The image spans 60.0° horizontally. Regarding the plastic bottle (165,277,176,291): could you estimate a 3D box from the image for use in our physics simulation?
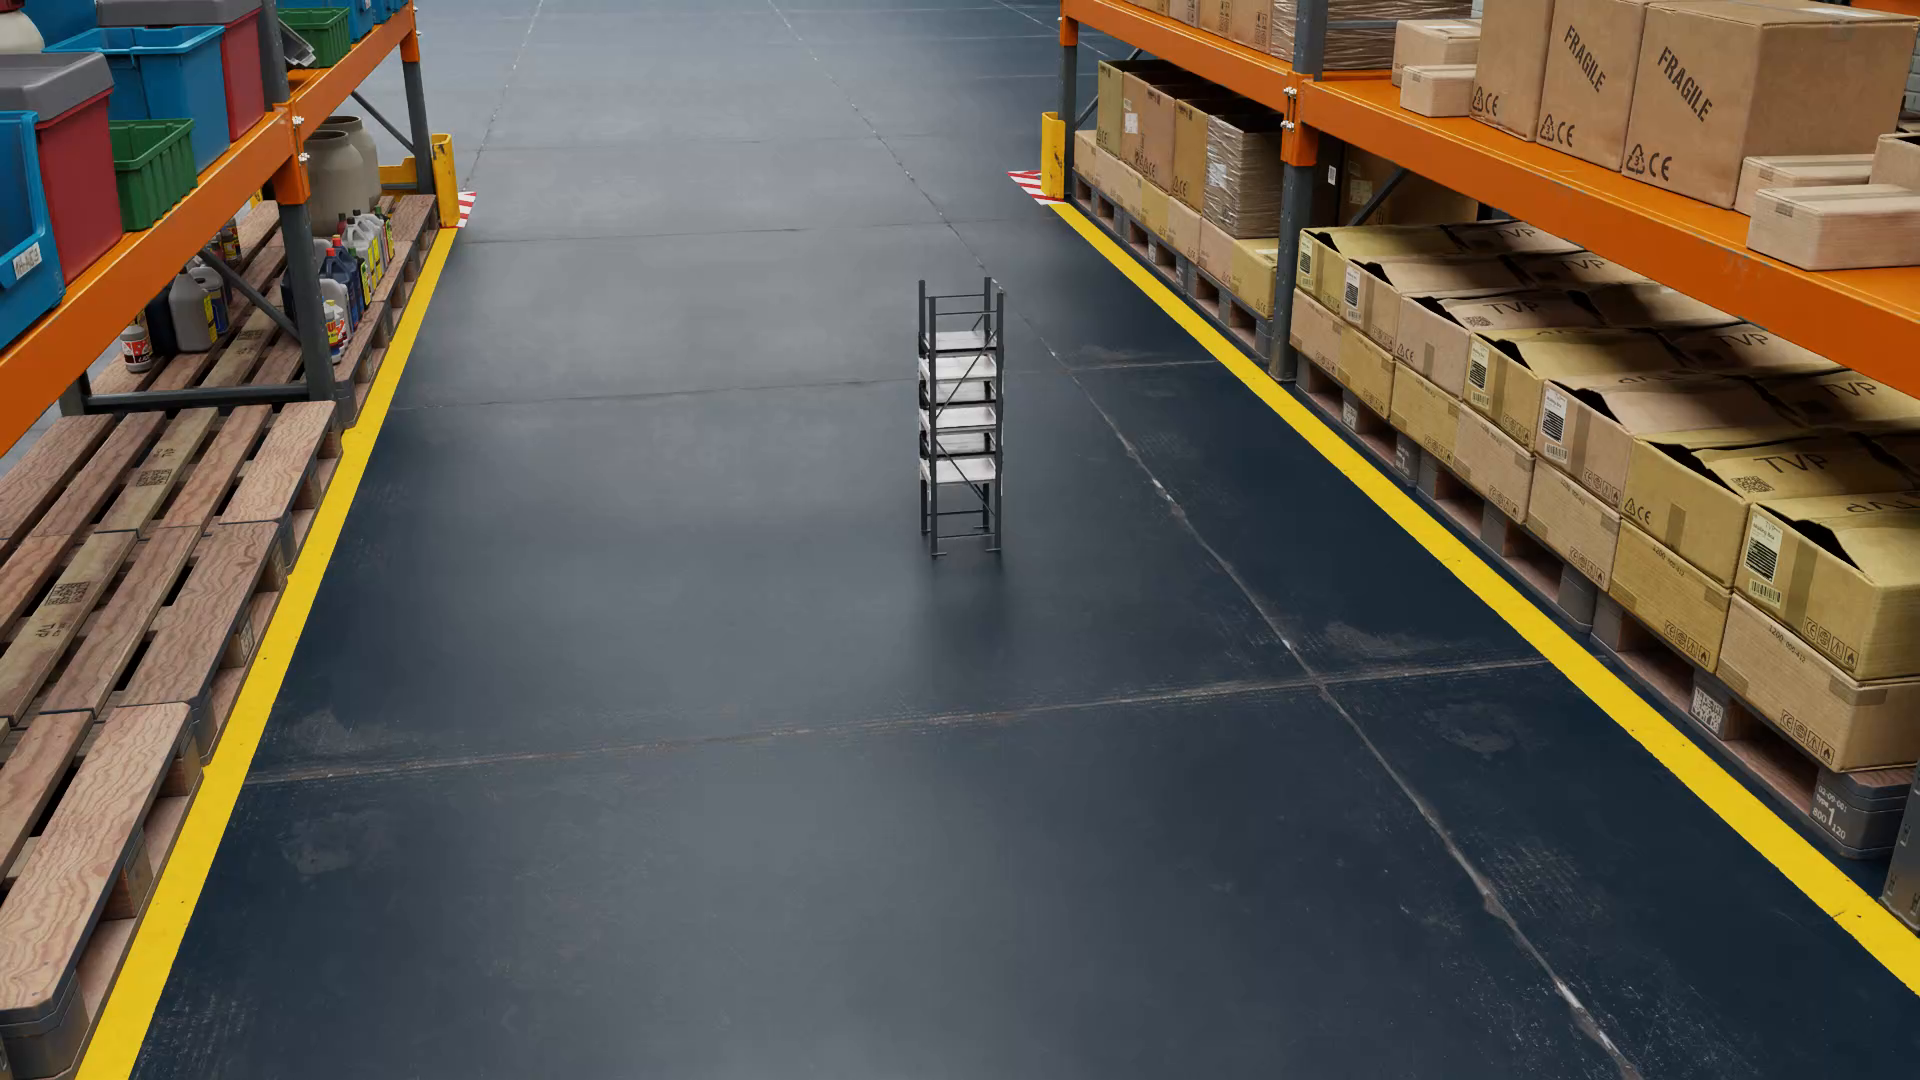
[{"bbox_3d":[-3.427,-1.053,7.174,0.144,0.351,0.185,-6,24,-12],"label":"plastic bottle"}]

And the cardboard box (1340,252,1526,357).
[{"bbox_3d":[1.798,-0.934,6.352,0.500,0.311,0.500,-5,24,-10],"label":"cardboard box"}]

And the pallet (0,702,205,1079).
[{"bbox_3d":[-2.355,0.785,3.688,1.003,0.211,1.213,-4,24,-10],"label":"pallet"}]

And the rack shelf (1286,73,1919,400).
[{"bbox_3d":[2.249,-1.007,5.207,1.077,0.370,4.000,-4,24,-10],"label":"rack shelf"}]

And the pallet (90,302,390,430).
[{"bbox_3d":[-3.073,-0.748,7.198,1.003,0.211,1.213,-4,24,-10],"label":"pallet"}]

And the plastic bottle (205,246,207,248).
[{"bbox_3d":[-3.581,-1.293,7.821,0.097,0.271,0.097,0,24,0],"label":"plastic bottle"}]

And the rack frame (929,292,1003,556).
[{"bbox_3d":[0.020,-0.369,5.471,0.240,0.900,0.006,-4,24,-10],"label":"rack frame"}]

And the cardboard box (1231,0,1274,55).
[{"bbox_3d":[1.687,-2.550,7.716,0.700,0.500,0.500,-5,24,-10],"label":"cardboard box"}]

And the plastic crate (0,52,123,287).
[{"bbox_3d":[-2.248,-0.872,3.920,0.402,0.464,0.583,-4,24,-10],"label":"plastic crate"}]

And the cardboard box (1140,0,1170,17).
[{"bbox_3d":[1.401,-3.156,9.103,0.700,0.500,0.500,-4,24,-9],"label":"cardboard box"}]

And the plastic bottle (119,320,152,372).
[{"bbox_3d":[-3.363,-0.797,6.774,0.097,0.201,0.097,0,24,0],"label":"plastic bottle"}]

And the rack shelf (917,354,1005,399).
[{"bbox_3d":[0.001,-0.544,5.504,0.258,0.077,0.200,-4,24,-10],"label":"rack shelf"}]

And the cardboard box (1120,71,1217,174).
[{"bbox_3d":[1.220,-2.353,9.364,0.500,0.500,0.500,-4,24,-10],"label":"cardboard box"}]

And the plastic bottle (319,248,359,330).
[{"bbox_3d":[-2.731,-1.094,7.267,0.144,0.351,0.185,-4,24,-8],"label":"plastic bottle"}]

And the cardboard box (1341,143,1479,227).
[{"bbox_3d":[2.101,-1.605,7.651,0.500,0.500,0.500,-4,24,-10],"label":"cardboard box"}]

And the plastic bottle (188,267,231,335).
[{"bbox_3d":[-3.286,-1.040,7.237,0.152,0.276,0.135,-4,24,-10],"label":"plastic bottle"}]

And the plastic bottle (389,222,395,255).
[{"bbox_3d":[-2.959,-1.561,8.523,0.097,0.201,0.097,0,24,0],"label":"plastic bottle"}]

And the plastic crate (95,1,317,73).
[{"bbox_3d":[-2.961,-1.945,6.533,0.767,0.338,0.504,-4,24,-10],"label":"plastic crate"}]

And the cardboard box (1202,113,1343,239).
[{"bbox_3d":[1.498,-1.763,8.013,0.500,0.500,0.500,-4,24,-10],"label":"cardboard box"}]

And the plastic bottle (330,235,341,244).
[{"bbox_3d":[-3.032,-1.389,8.128,0.097,0.201,0.097,0,24,0],"label":"plastic bottle"}]

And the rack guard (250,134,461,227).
[{"bbox_3d":[-3.669,-2.160,10.070,1.175,0.500,0.348,-4,24,-10],"label":"rack guard"}]

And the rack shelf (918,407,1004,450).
[{"bbox_3d":[0.001,-0.379,5.576,0.258,0.077,0.200,-4,24,-10],"label":"rack shelf"}]

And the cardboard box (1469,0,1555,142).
[{"bbox_3d":[2.103,-1.659,5.675,0.500,0.500,0.500,-3,24,-6],"label":"cardboard box"}]

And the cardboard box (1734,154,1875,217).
[{"bbox_3d":[2.328,-0.932,4.451,0.380,0.149,0.250,-3,24,-6],"label":"cardboard box"}]

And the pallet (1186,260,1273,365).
[{"bbox_3d":[1.773,-1.161,8.145,1.003,0.211,1.213,-4,24,-10],"label":"pallet"}]

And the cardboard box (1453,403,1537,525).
[{"bbox_3d":[1.995,-0.274,5.540,0.500,0.250,0.500,-4,24,-9],"label":"cardboard box"}]

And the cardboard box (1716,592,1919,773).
[{"bbox_3d":[2.282,0.329,4.160,0.500,0.250,0.500,-4,24,-8],"label":"cardboard box"}]

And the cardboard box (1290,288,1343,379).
[{"bbox_3d":[1.710,-0.879,6.925,0.500,0.250,0.500,-5,24,-11],"label":"cardboard box"}]

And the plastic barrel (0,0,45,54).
[{"bbox_3d":[-3.028,-1.428,5.102,0.433,0.535,0.433,0,24,0],"label":"plastic barrel"}]

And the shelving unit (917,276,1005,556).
[{"bbox_3d":[0.001,-0.409,5.563,0.258,0.900,0.210,-4,24,-10],"label":"shelving unit"}]

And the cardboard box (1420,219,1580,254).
[{"bbox_3d":[2.236,-1.175,6.902,0.500,0.311,0.500,-4,24,-10],"label":"cardboard box"}]

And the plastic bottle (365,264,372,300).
[{"bbox_3d":[-2.795,-1.213,7.726,0.097,0.201,0.097,0,24,0],"label":"plastic bottle"}]

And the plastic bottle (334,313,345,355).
[{"bbox_3d":[-2.636,-0.875,6.953,0.097,0.201,0.097,0,24,0],"label":"plastic bottle"}]

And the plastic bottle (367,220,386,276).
[{"bbox_3d":[-2.913,-1.439,8.151,0.152,0.276,0.135,-5,24,-11],"label":"plastic bottle"}]

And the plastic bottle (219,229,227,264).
[{"bbox_3d":[-3.676,-1.462,8.193,0.061,0.283,0.133,-4,24,-9],"label":"plastic bottle"}]

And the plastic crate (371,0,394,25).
[{"bbox_3d":[-3.228,-2.833,8.674,0.499,0.251,0.408,-4,24,-10],"label":"plastic crate"}]

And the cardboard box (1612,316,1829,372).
[{"bbox_3d":[2.518,-0.576,5.531,0.500,0.311,0.500,-5,24,-10],"label":"cardboard box"}]

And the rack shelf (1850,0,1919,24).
[{"bbox_3d":[6.377,-2.948,9.652,1.077,0.370,4.000,-4,24,-10],"label":"rack shelf"}]

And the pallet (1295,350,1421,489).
[{"bbox_3d":[2.054,-0.559,6.765,1.003,0.211,1.213,-4,24,-10],"label":"pallet"}]

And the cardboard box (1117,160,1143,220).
[{"bbox_3d":[1.208,-2.009,9.512,0.500,0.250,0.500,-4,24,-10],"label":"cardboard box"}]

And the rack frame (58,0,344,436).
[{"bbox_3d":[-2.989,-1.758,6.028,1.000,3.000,0.127,-4,24,-10],"label":"rack frame"}]

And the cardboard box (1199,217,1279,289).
[{"bbox_3d":[1.496,-1.419,8.163,0.500,0.250,0.500,-4,24,-10],"label":"cardboard box"}]

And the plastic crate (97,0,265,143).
[{"bbox_3d":[-2.599,-1.620,5.631,0.402,0.464,0.583,-4,24,-10],"label":"plastic crate"}]

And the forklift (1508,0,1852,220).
[{"bbox_3d":[4.046,-2.655,8.166,1.130,2.935,3.031,-5,24,-10],"label":"forklift"}]

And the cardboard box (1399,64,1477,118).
[{"bbox_3d":[1.842,-1.645,6.082,0.380,0.149,0.250,-4,24,-10],"label":"cardboard box"}]

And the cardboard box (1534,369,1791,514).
[{"bbox_3d":[2.087,-0.330,4.968,0.500,0.311,0.500,-4,24,-10],"label":"cardboard box"}]
